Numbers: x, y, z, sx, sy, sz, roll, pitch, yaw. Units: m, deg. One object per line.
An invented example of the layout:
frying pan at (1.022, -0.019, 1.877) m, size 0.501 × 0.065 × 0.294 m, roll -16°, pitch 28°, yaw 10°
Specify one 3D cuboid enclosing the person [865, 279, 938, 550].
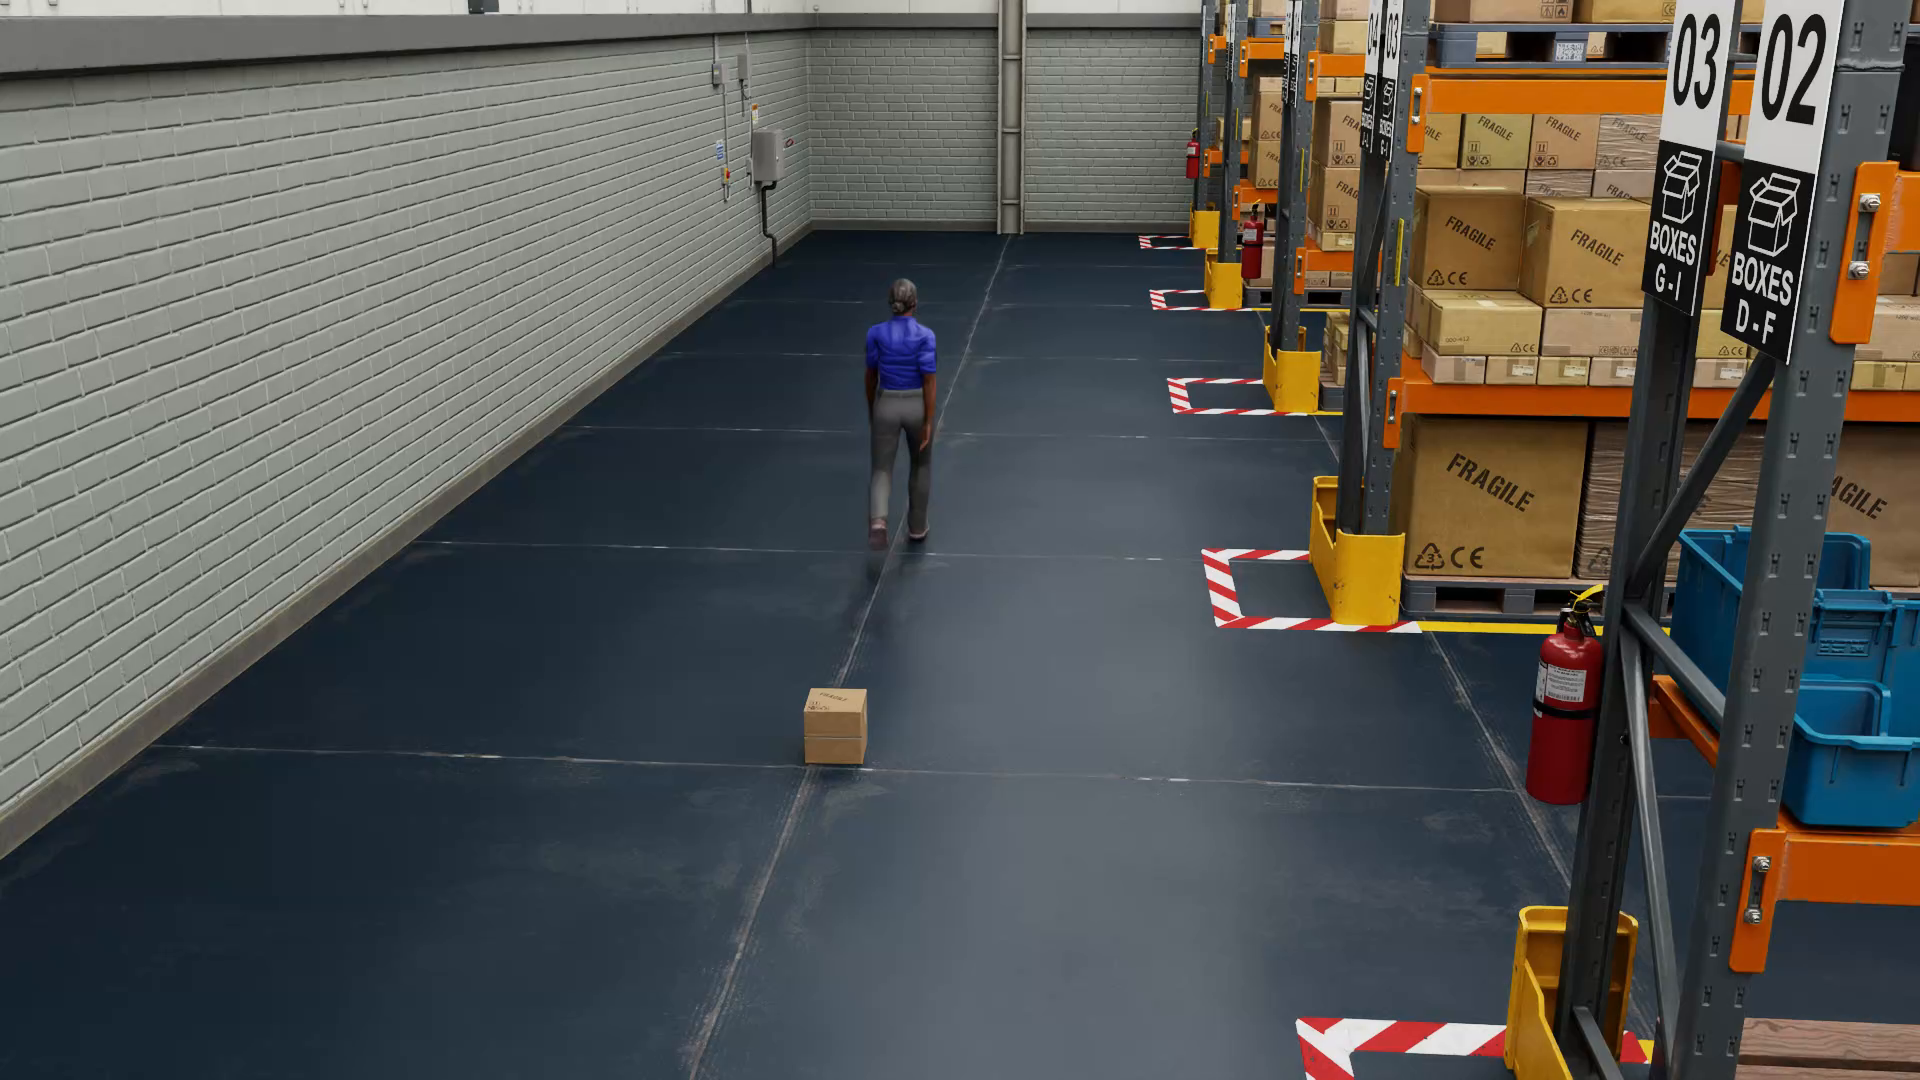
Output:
person at (-0.349, -0.733, 9.821) m, size 0.445 × 1.615 × 0.859 m, roll 1°, pitch 18°, yaw 4°
